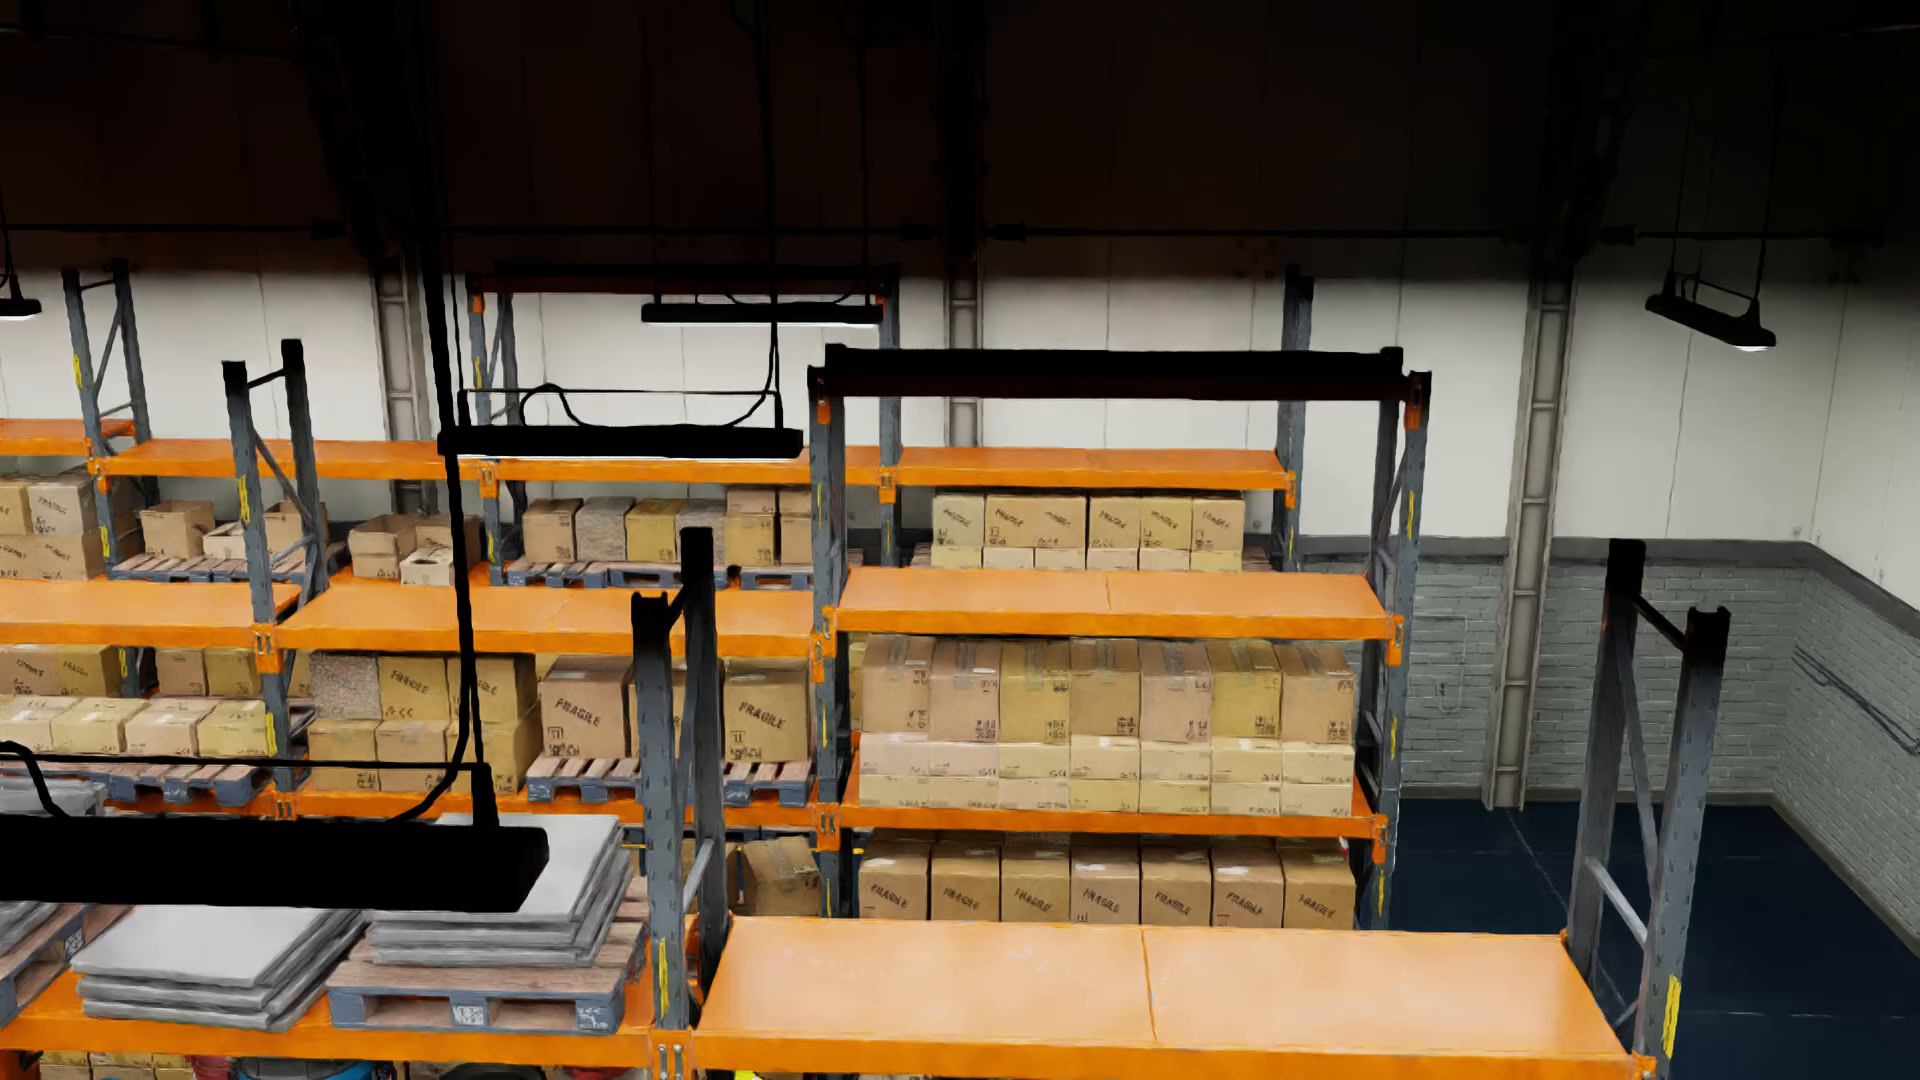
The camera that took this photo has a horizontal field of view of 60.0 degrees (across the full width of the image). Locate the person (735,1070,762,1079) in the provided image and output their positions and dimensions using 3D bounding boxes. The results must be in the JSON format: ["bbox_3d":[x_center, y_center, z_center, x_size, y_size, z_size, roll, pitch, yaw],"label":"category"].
[{"bbox_3d":[-1.429,4.167,11.004,0.674,1.769,0.399,-5,17,-17],"label":"person"}]

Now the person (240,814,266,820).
[{"bbox_3d":[-6.193,3.125,14.793,0.562,1.669,0.553,10,19,31],"label":"person"}]
